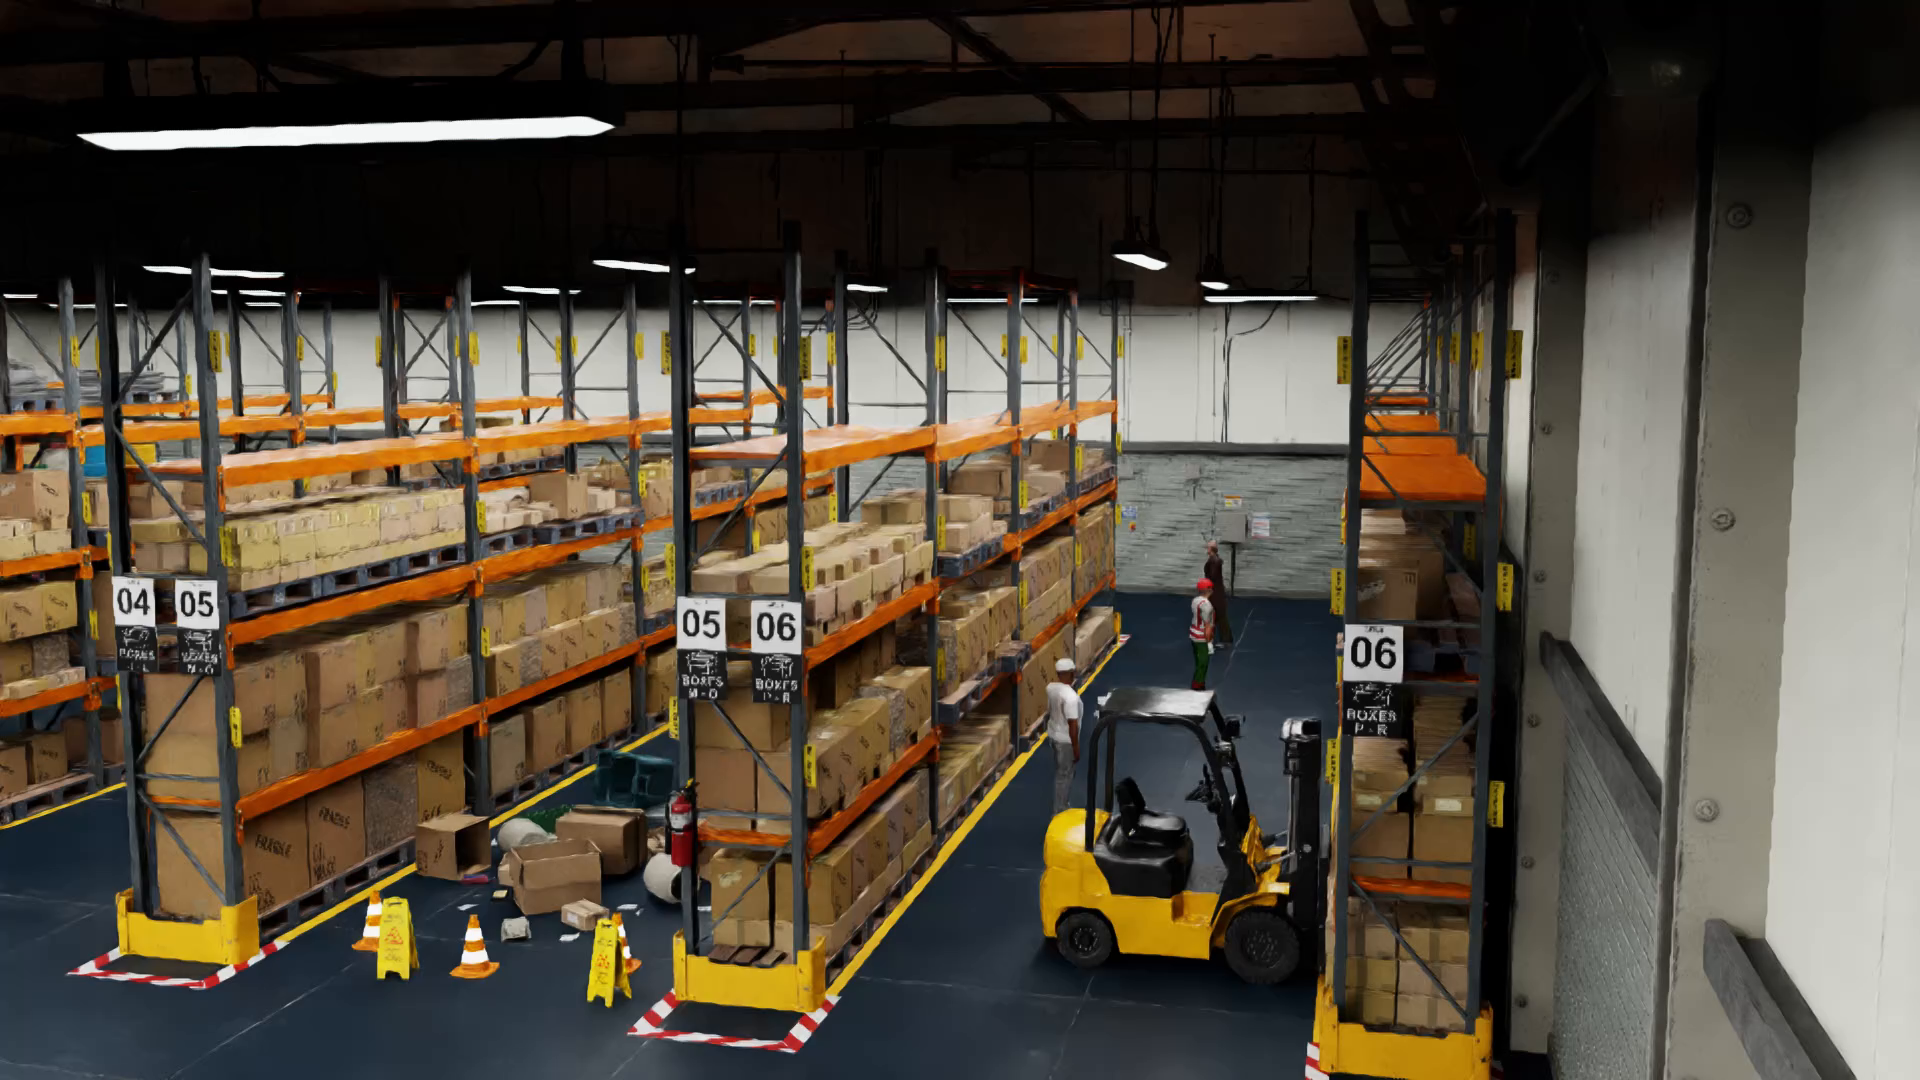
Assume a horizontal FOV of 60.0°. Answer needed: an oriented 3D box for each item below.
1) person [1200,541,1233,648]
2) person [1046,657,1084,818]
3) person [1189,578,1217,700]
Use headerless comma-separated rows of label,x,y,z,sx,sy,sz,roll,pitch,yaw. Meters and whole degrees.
person,4.236,0.890,27.771,0.693,1.768,0.658,1,7,10
person,1.159,2.119,17.712,0.452,1.768,0.632,-2,7,-18
person,3.452,1.418,23.331,0.468,1.794,0.625,-1,7,-9
